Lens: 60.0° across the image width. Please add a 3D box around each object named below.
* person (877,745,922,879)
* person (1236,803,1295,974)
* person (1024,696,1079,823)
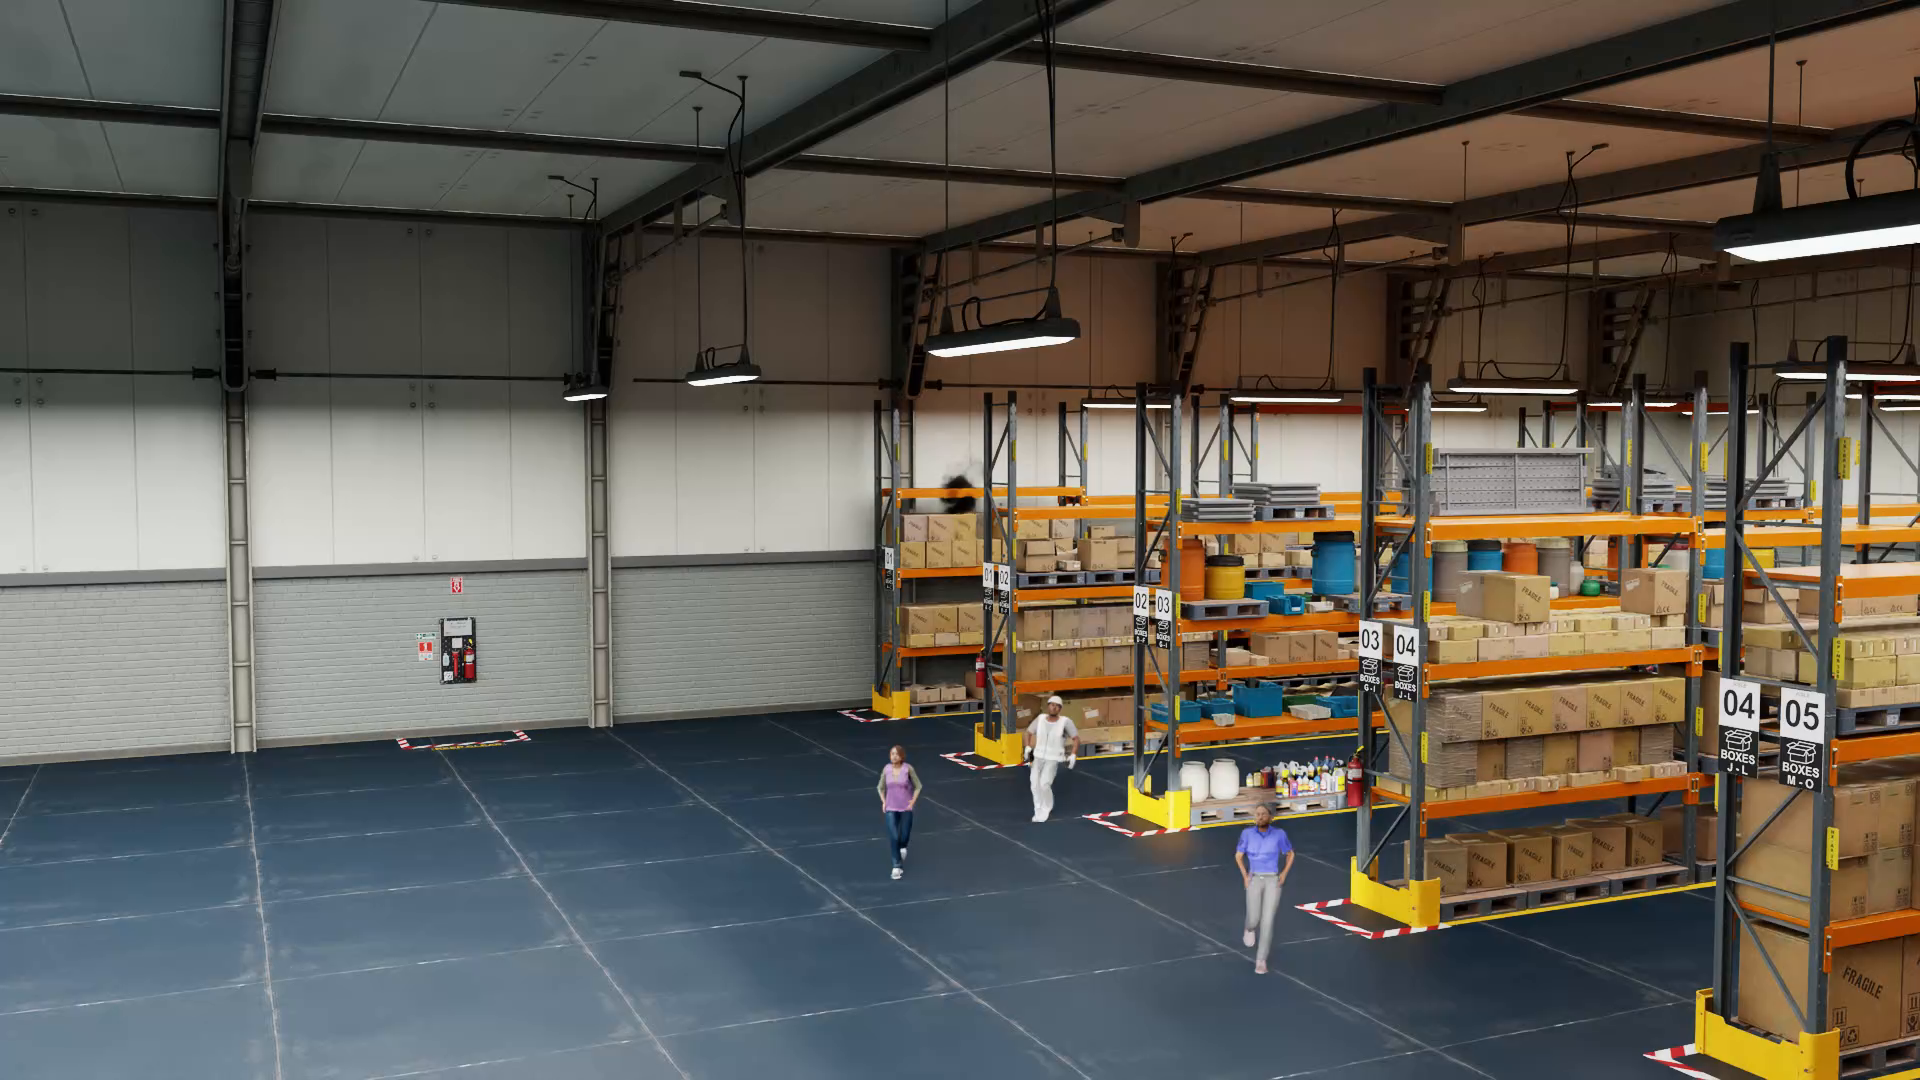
[{"bbox_3d":[-0.728,3.234,19.944,0.540,1.573,0.557,0,3,5],"label":"person"},{"bbox_3d":[3.023,3.407,16.485,0.582,1.640,0.671,1,3,13],"label":"person"},{"bbox_3d":[1.189,2.984,22.588,0.747,1.728,0.574,2,4,28],"label":"person"}]
